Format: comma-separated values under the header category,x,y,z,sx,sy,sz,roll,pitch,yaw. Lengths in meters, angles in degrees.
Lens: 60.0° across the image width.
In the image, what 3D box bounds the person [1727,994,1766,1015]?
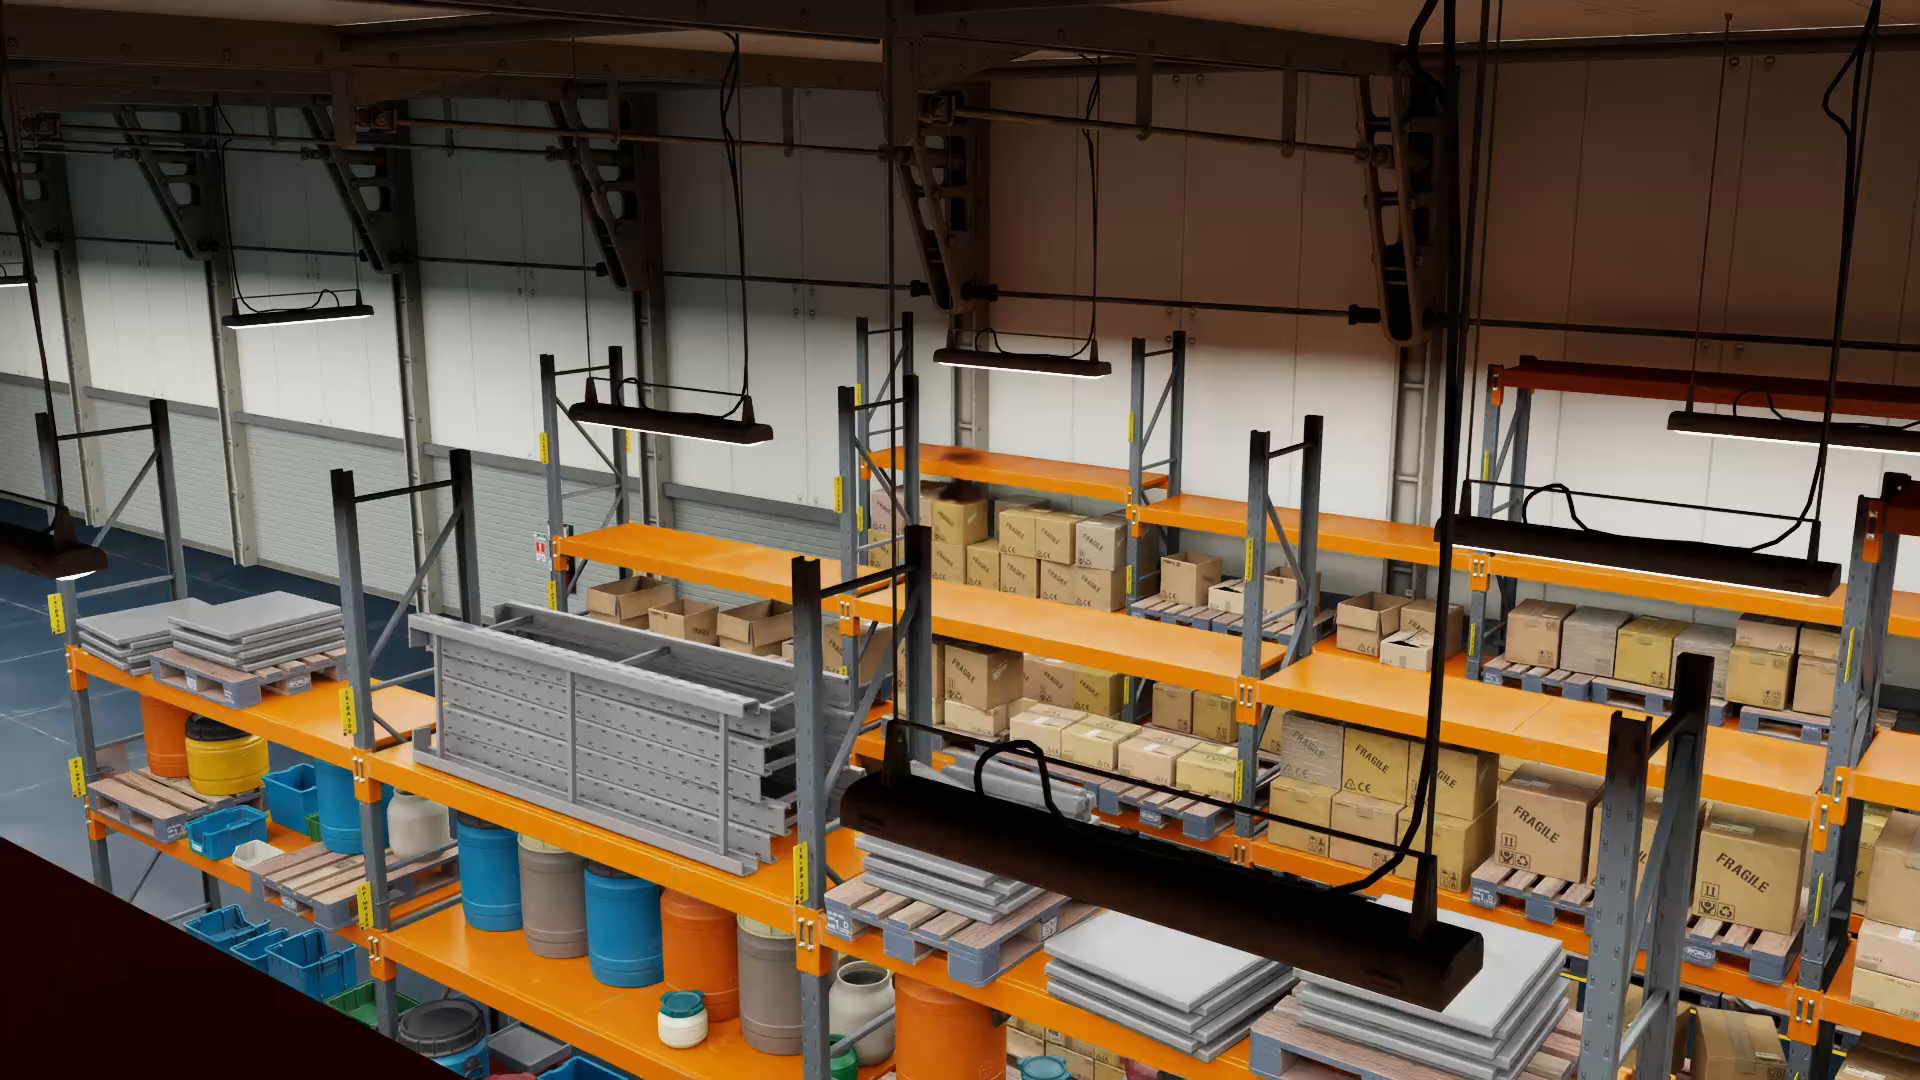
category,x,y,z,sx,sy,sz,roll,pitch,yaw
person,6.107,4.278,13.163,0.935,1.644,0.486,11,17,40
